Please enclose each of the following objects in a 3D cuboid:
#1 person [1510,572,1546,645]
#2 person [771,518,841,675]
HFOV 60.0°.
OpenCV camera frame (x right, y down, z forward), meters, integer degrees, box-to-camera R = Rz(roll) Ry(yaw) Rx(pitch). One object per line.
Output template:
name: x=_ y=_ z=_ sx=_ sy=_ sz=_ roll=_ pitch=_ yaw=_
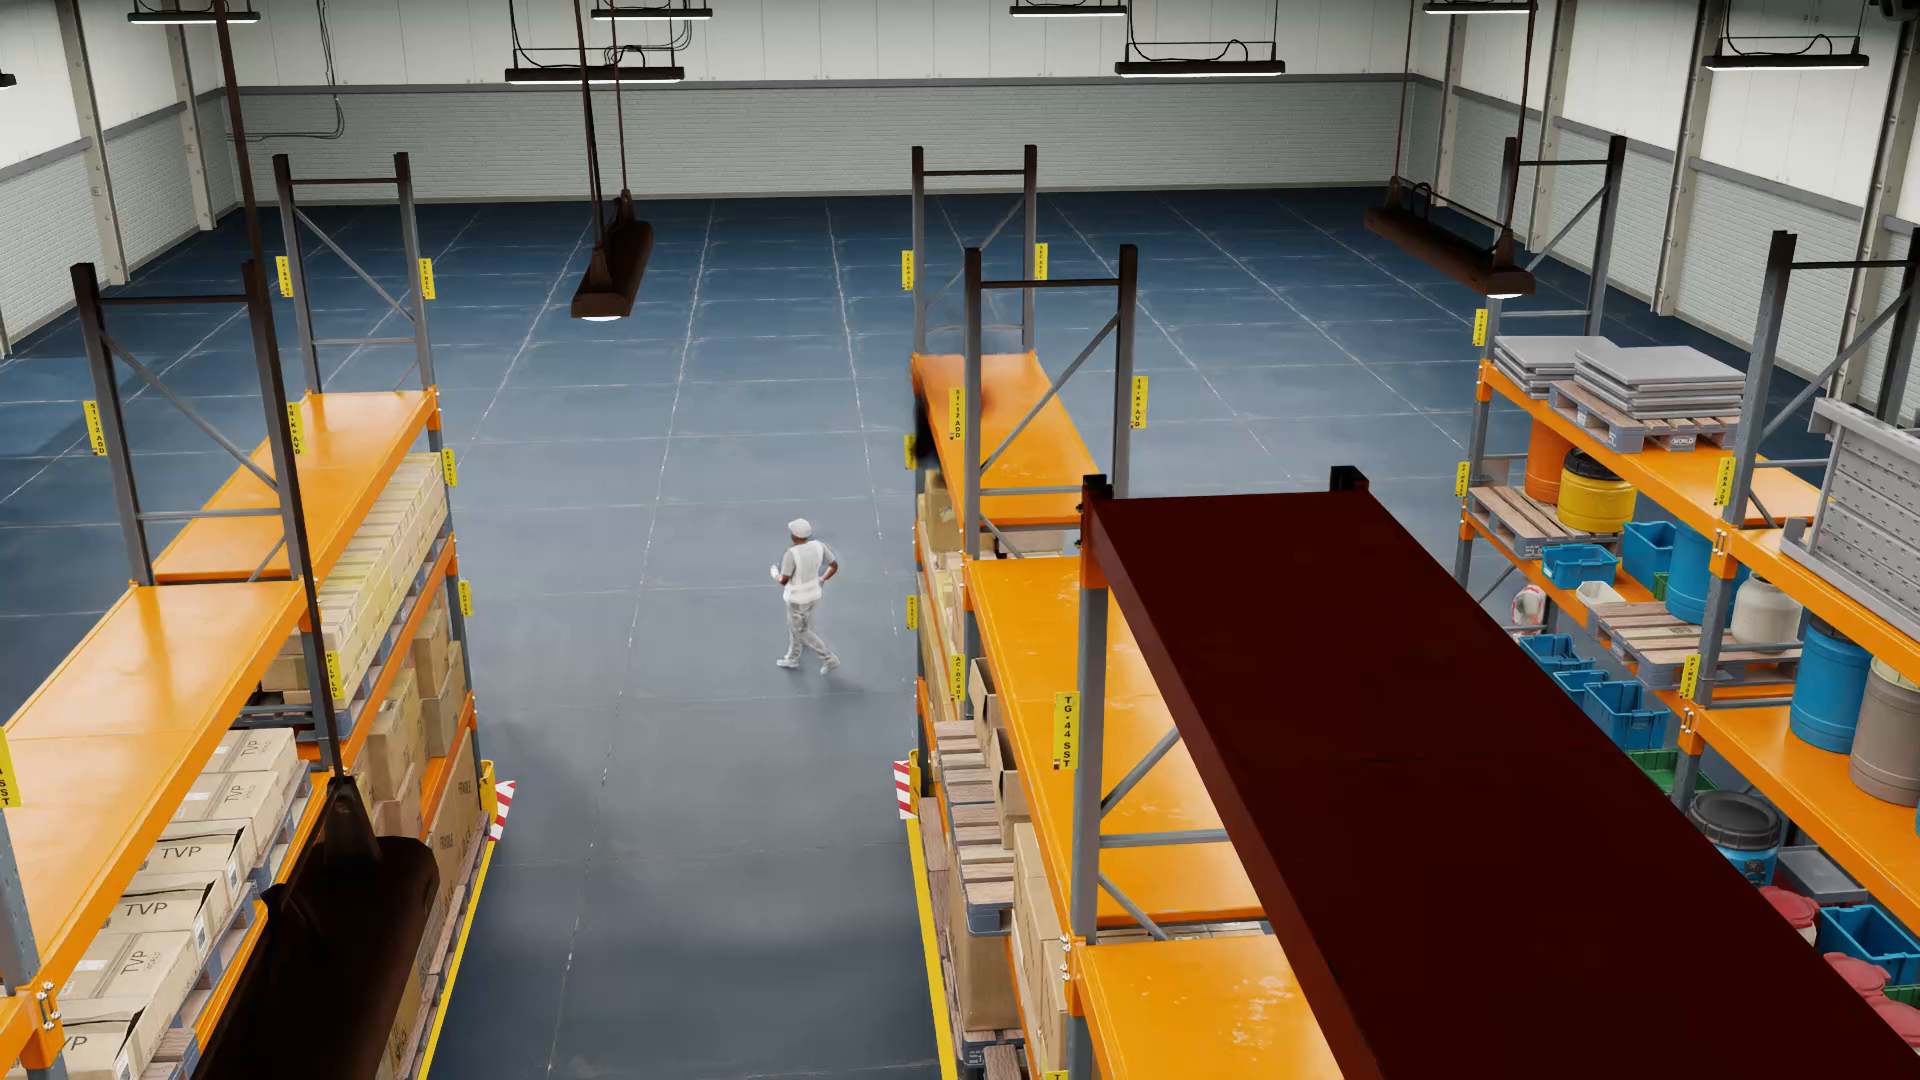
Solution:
person: x=5.707 y=0.962 z=16.772 sx=0.718 sy=1.764 sz=0.978 roll=-18 pitch=28 yaw=-38
person: x=-1.658 y=0.635 z=17.613 sx=0.924 sy=1.795 sz=0.666 roll=15 pitch=26 yaw=33
